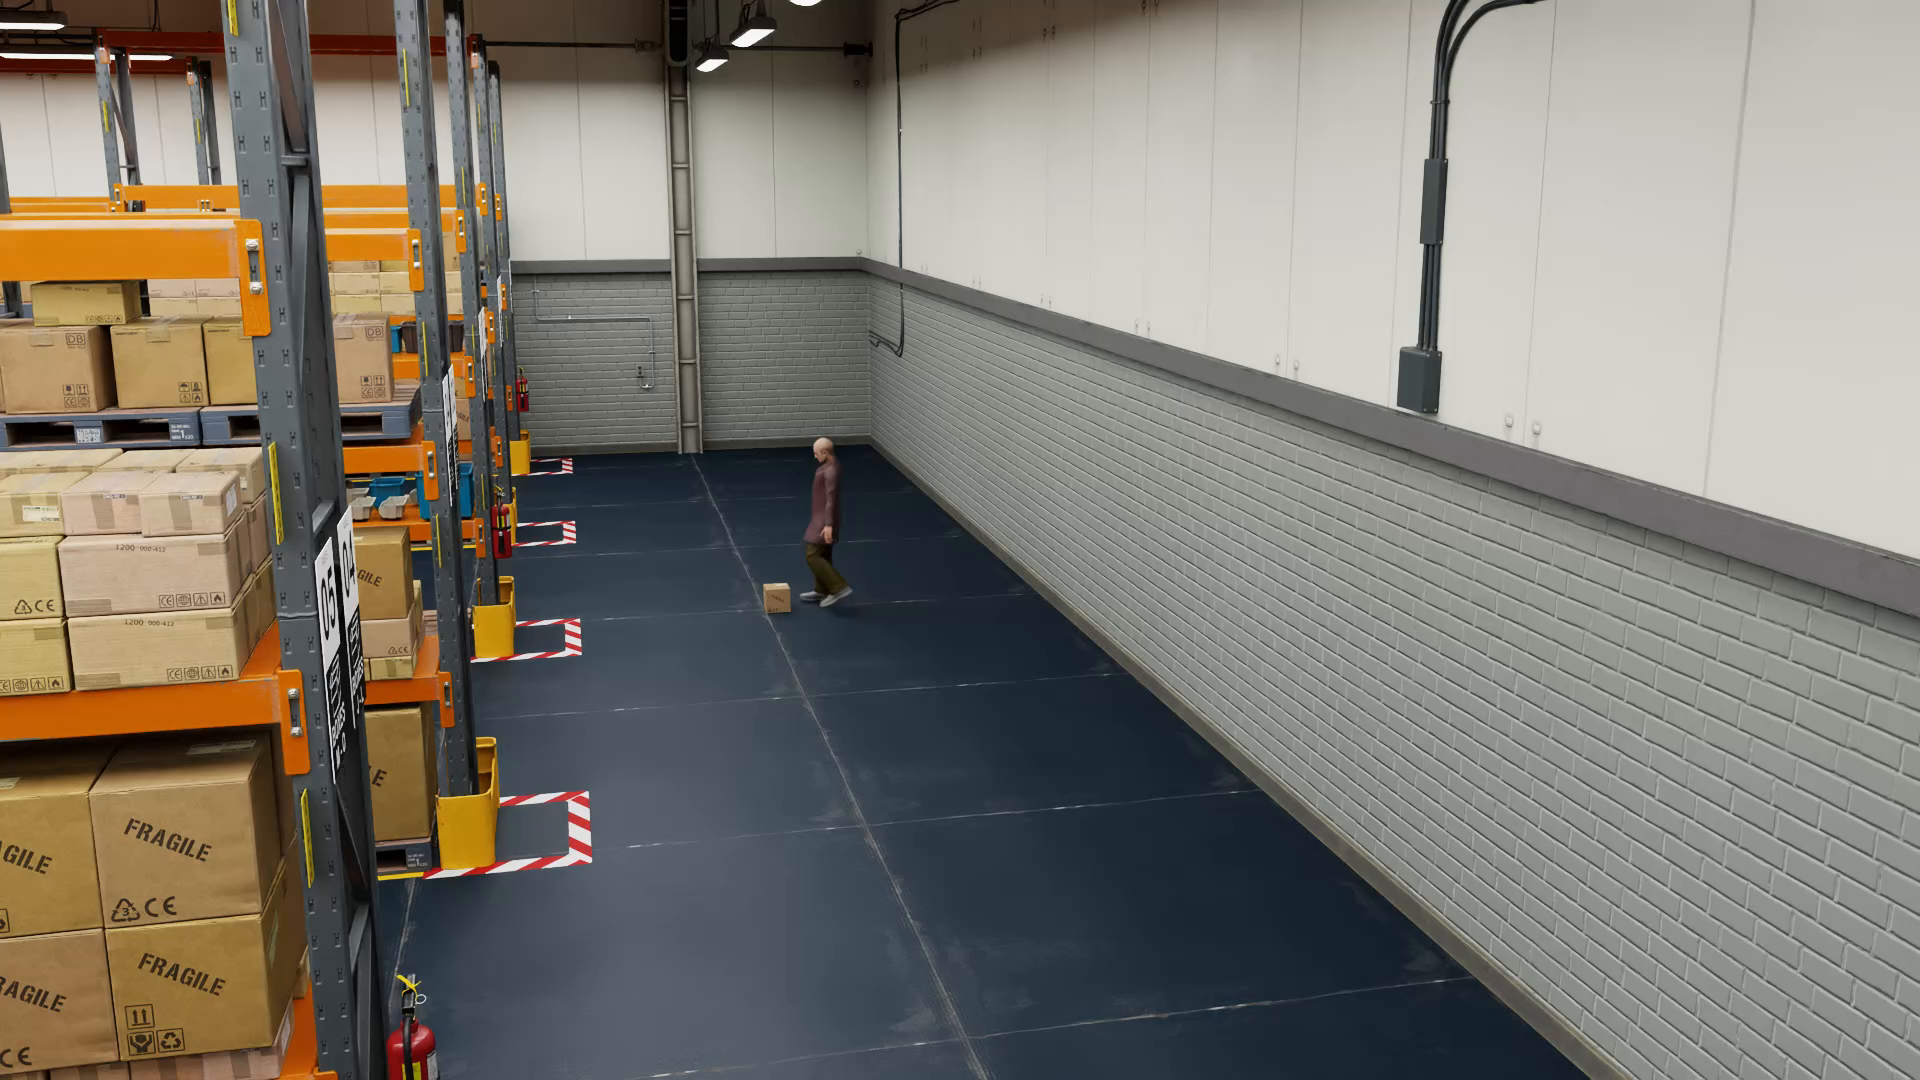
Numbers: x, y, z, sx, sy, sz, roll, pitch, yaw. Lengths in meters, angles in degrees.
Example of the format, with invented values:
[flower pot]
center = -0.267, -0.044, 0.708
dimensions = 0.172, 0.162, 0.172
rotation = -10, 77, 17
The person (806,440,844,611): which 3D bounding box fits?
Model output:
[person]
center = -1.408, -0.161, 17.236
dimensions = 0.387, 1.775, 0.564
rotation = -3, 13, -12
